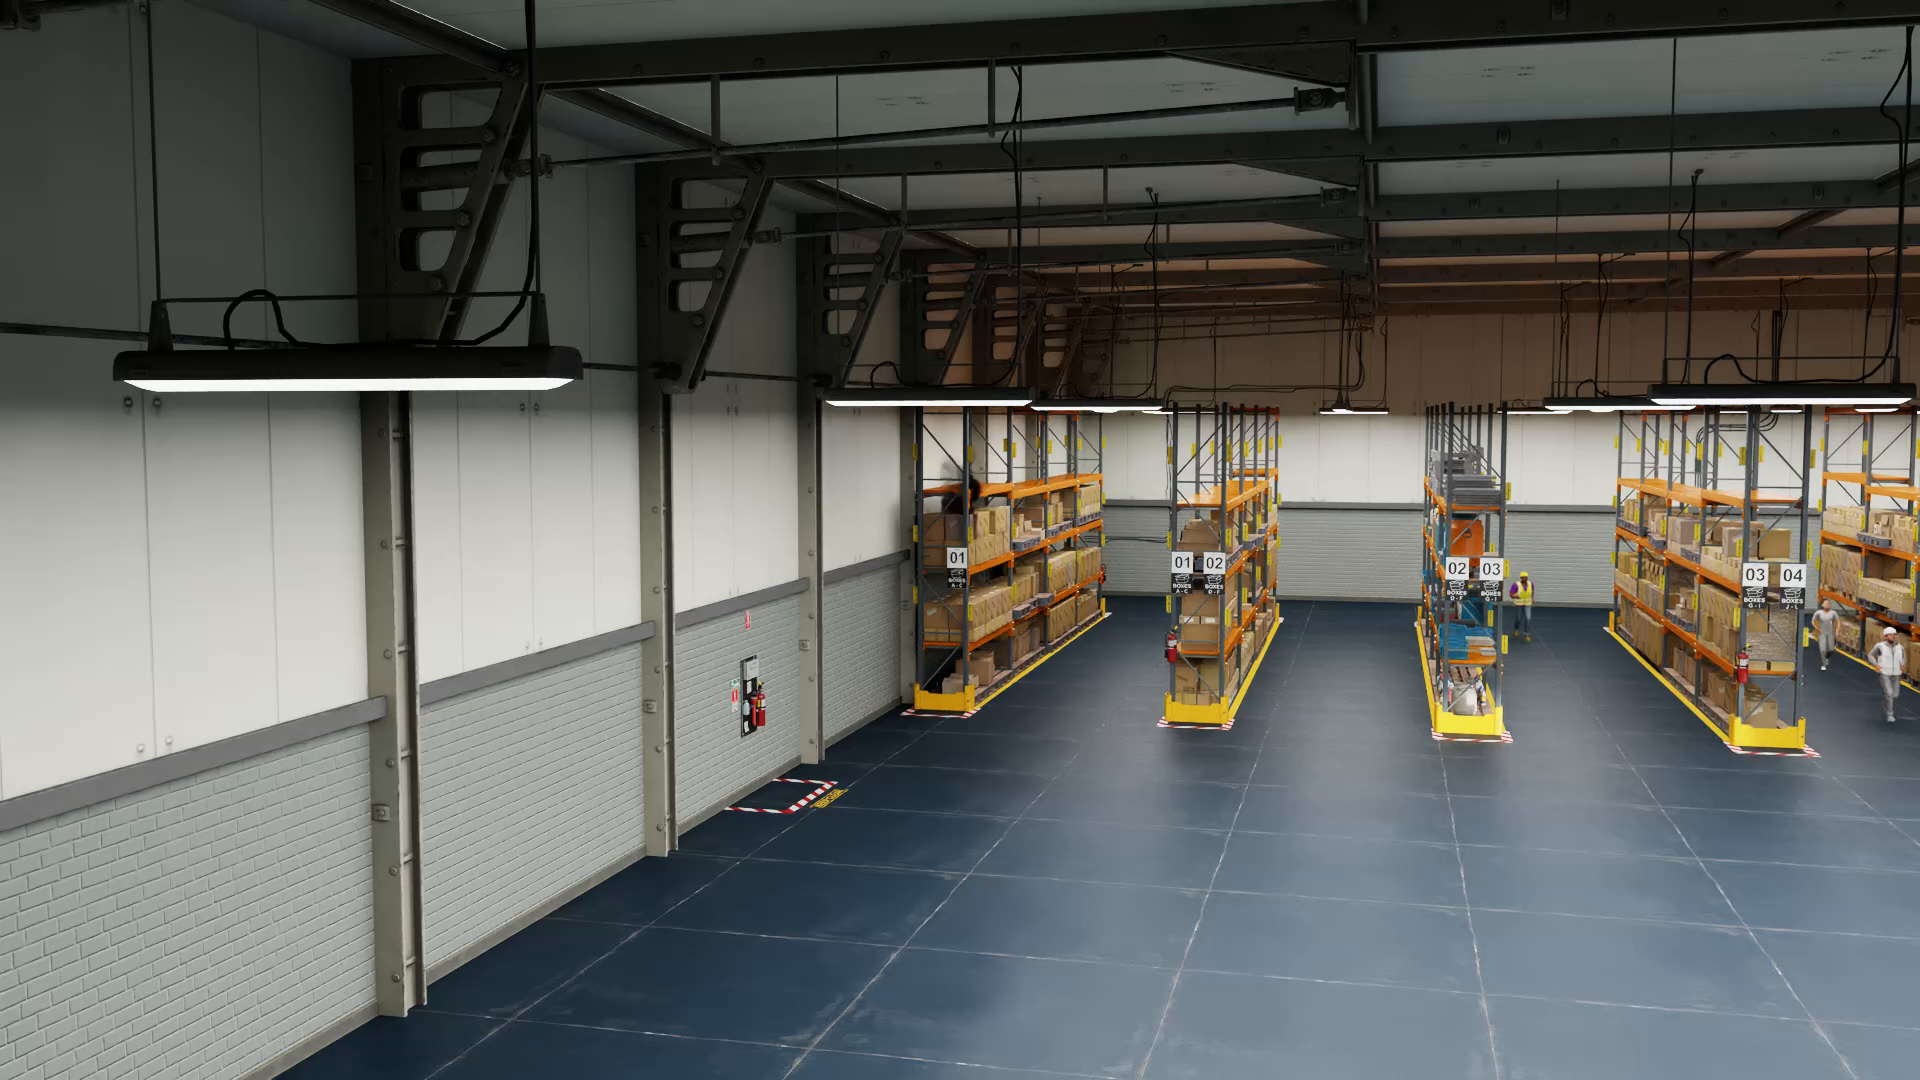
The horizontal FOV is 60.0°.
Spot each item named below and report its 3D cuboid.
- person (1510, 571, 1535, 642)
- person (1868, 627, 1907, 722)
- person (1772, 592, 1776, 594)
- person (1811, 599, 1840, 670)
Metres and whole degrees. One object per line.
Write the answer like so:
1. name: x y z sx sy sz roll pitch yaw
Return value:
1. person: 14.424 1.676 42.663 0.663 1.764 0.980 0 4 7
2. person: 17.564 2.525 31.484 0.670 1.761 0.751 0 4 6
3. person: 20.926 1.707 43.160 0.822 1.687 0.605 3 5 37
4. person: 19.573 2.131 37.608 0.610 1.624 0.597 1 4 16
